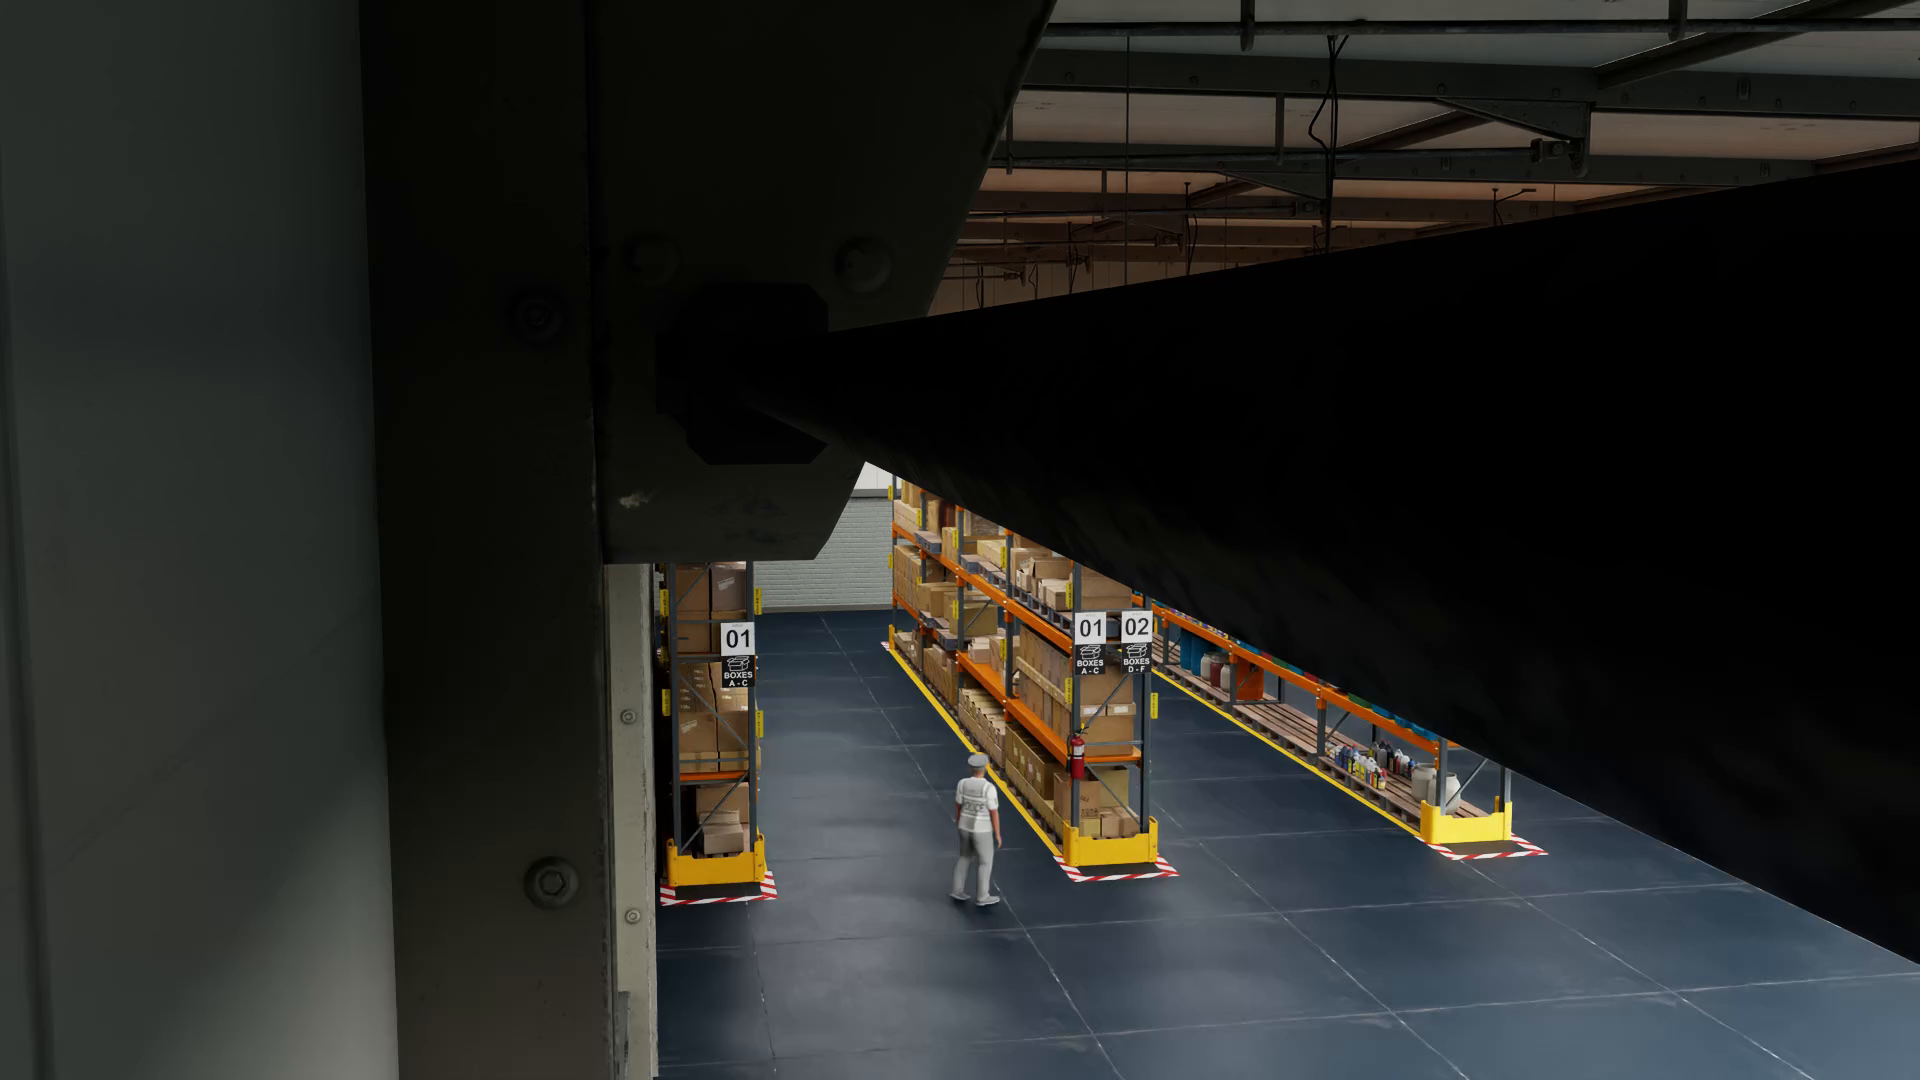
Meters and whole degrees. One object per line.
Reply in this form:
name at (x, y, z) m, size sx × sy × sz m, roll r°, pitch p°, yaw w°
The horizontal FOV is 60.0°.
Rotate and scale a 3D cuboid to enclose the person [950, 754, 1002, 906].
person at (0.218, 3.383, 19.375) m, size 0.621 × 1.814 × 0.440 m, roll 6°, pitch 9°, yaw 44°
